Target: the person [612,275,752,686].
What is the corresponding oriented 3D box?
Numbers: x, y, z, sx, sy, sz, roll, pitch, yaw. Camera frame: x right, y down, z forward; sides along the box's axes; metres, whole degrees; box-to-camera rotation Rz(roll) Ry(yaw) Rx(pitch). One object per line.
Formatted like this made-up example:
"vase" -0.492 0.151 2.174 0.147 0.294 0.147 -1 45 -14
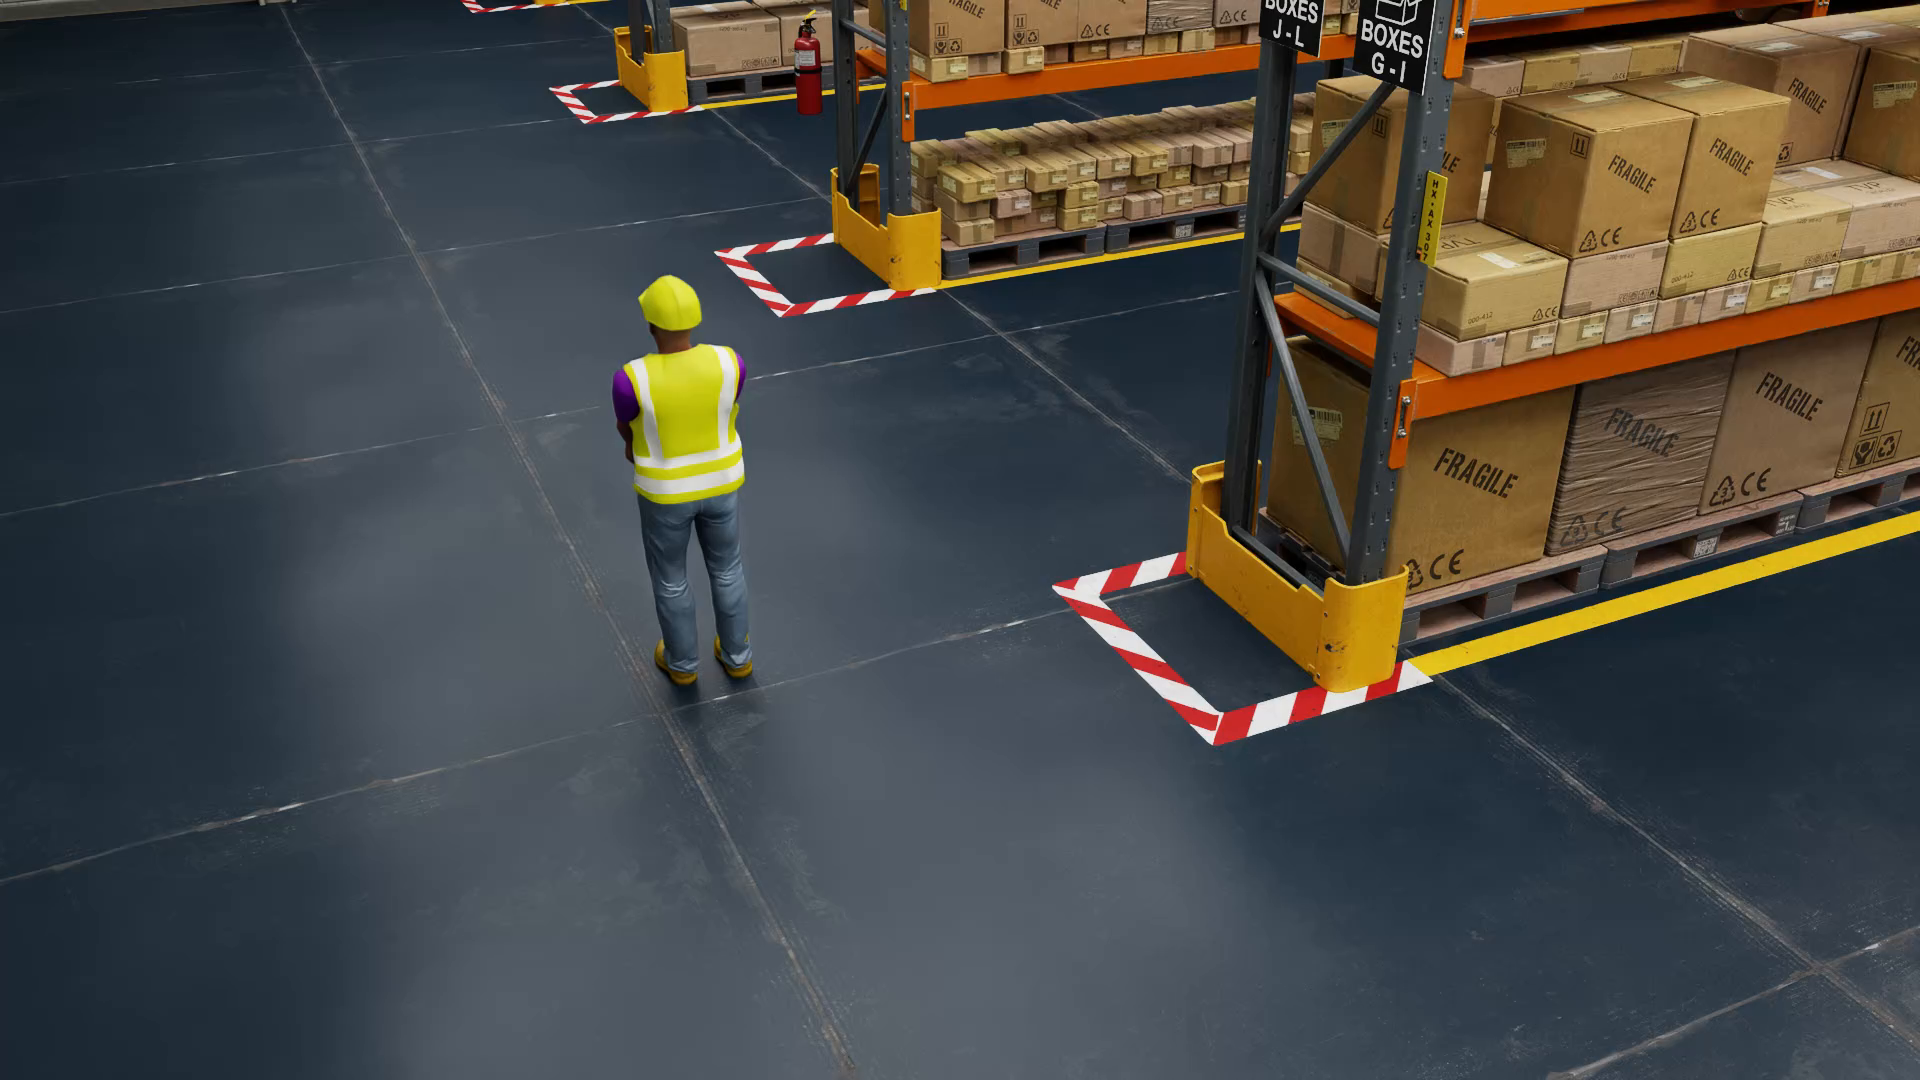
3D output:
"person" -1.106 -0.250 6.556 0.503 1.760 0.577 -13 32 -21
